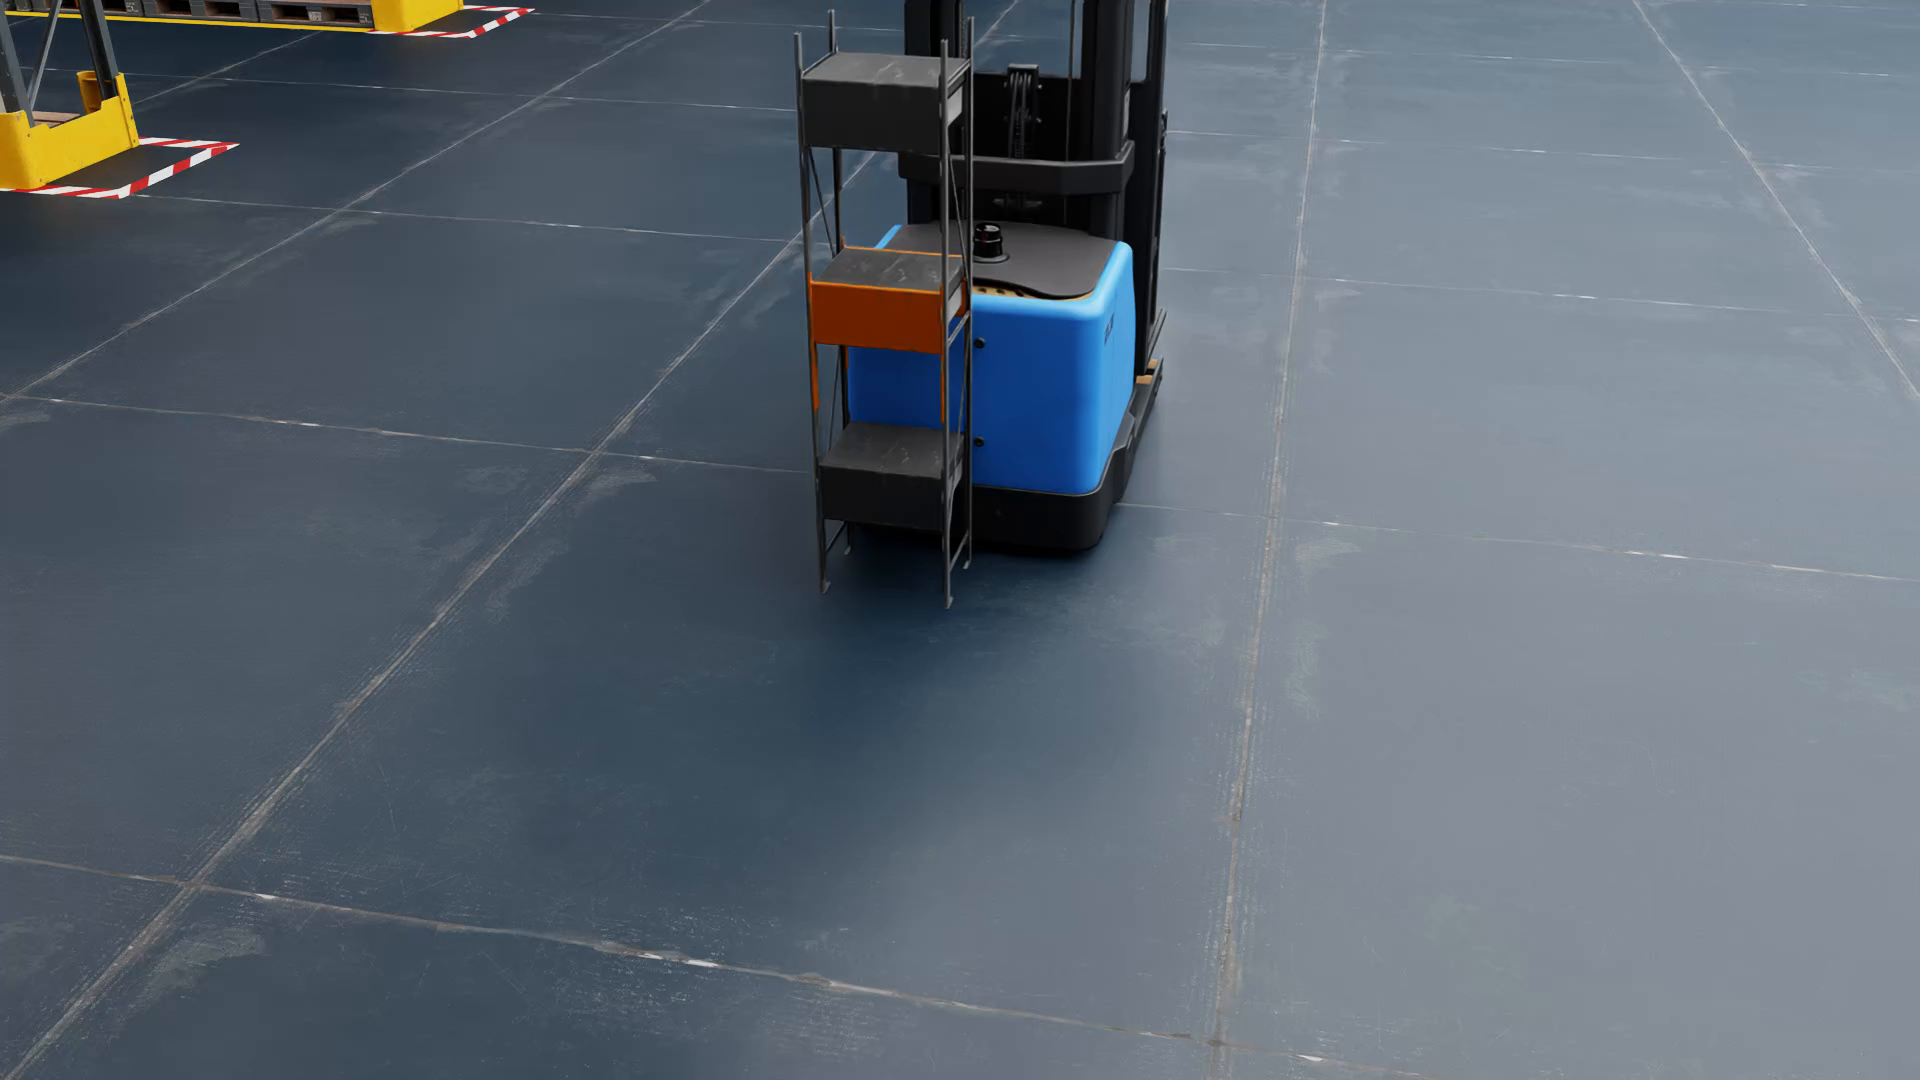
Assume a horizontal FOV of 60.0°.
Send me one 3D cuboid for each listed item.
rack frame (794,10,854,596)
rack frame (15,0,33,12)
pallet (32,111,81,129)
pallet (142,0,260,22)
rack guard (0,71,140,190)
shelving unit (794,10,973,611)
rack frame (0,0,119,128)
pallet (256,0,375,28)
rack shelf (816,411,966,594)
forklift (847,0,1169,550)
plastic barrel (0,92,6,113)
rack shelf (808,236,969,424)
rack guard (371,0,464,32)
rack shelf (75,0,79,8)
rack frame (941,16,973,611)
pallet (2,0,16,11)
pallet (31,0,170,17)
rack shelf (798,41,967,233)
[{"bbox_3d":[-0.483,-0.801,6.026,0.015,2.100,0.400,7,29,12],"label":"rack frame"},{"bbox_3d":[-8.955,-6.653,15.779,0.127,3.000,1.000,6,29,11],"label":"rack frame"},{"bbox_3d":[-6.955,-2.772,11.594,1.213,0.211,1.003,6,29,11],"label":"pallet"},{"bbox_3d":[-7.094,-5.258,16.134,1.213,0.211,1.003,6,29,11],"label":"pallet"},{"bbox_3d":[-6.161,-2.815,11.371,0.348,0.500,1.175,6,29,11],"label":"rack guard"},{"bbox_3d":[-0.245,-0.773,5.976,0.503,2.100,0.431,7,29,12],"label":"shelving unit"},{"bbox_3d":[-6.077,-3.926,10.798,0.127,3.000,1.000,6,29,11],"label":"rack frame"},{"bbox_3d":[-5.904,-5.135,15.909,1.213,0.211,1.003,6,29,11],"label":"pallet"},{"bbox_3d":[-0.245,-0.147,6.319,0.480,0.518,0.431,7,29,12],"label":"rack shelf"},{"bbox_3d":[0.365,-1.938,7.237,1.130,2.935,3.031,7,29,12],"label":"forklift"},{"bbox_3d":[-6.737,-3.049,11.349,0.421,0.512,0.421,0,29,0],"label":"plastic barrel"},{"bbox_3d":[-0.245,-0.761,5.983,0.480,0.518,0.431,7,29,12],"label":"rack shelf"},{"bbox_3d":[-5.117,-5.163,15.660,0.348,0.500,1.175,6,29,11],"label":"rack guard"},{"bbox_3d":[-8.033,-3.811,11.337,4.000,0.370,1.077,6,29,11],"label":"rack shelf"},{"bbox_3d":[-0.008,-0.746,5.927,0.015,2.100,0.400,7,29,12],"label":"rack frame"},{"bbox_3d":[-9.716,-5.507,16.590,1.213,0.211,1.003,6,29,11],"label":"pallet"},{"bbox_3d":[-8.290,-5.379,16.356,1.213,0.211,1.003,6,29,11],"label":"pallet"},{"bbox_3d":[-0.245,-1.376,5.647,0.480,0.518,0.431,7,29,12],"label":"rack shelf"}]
